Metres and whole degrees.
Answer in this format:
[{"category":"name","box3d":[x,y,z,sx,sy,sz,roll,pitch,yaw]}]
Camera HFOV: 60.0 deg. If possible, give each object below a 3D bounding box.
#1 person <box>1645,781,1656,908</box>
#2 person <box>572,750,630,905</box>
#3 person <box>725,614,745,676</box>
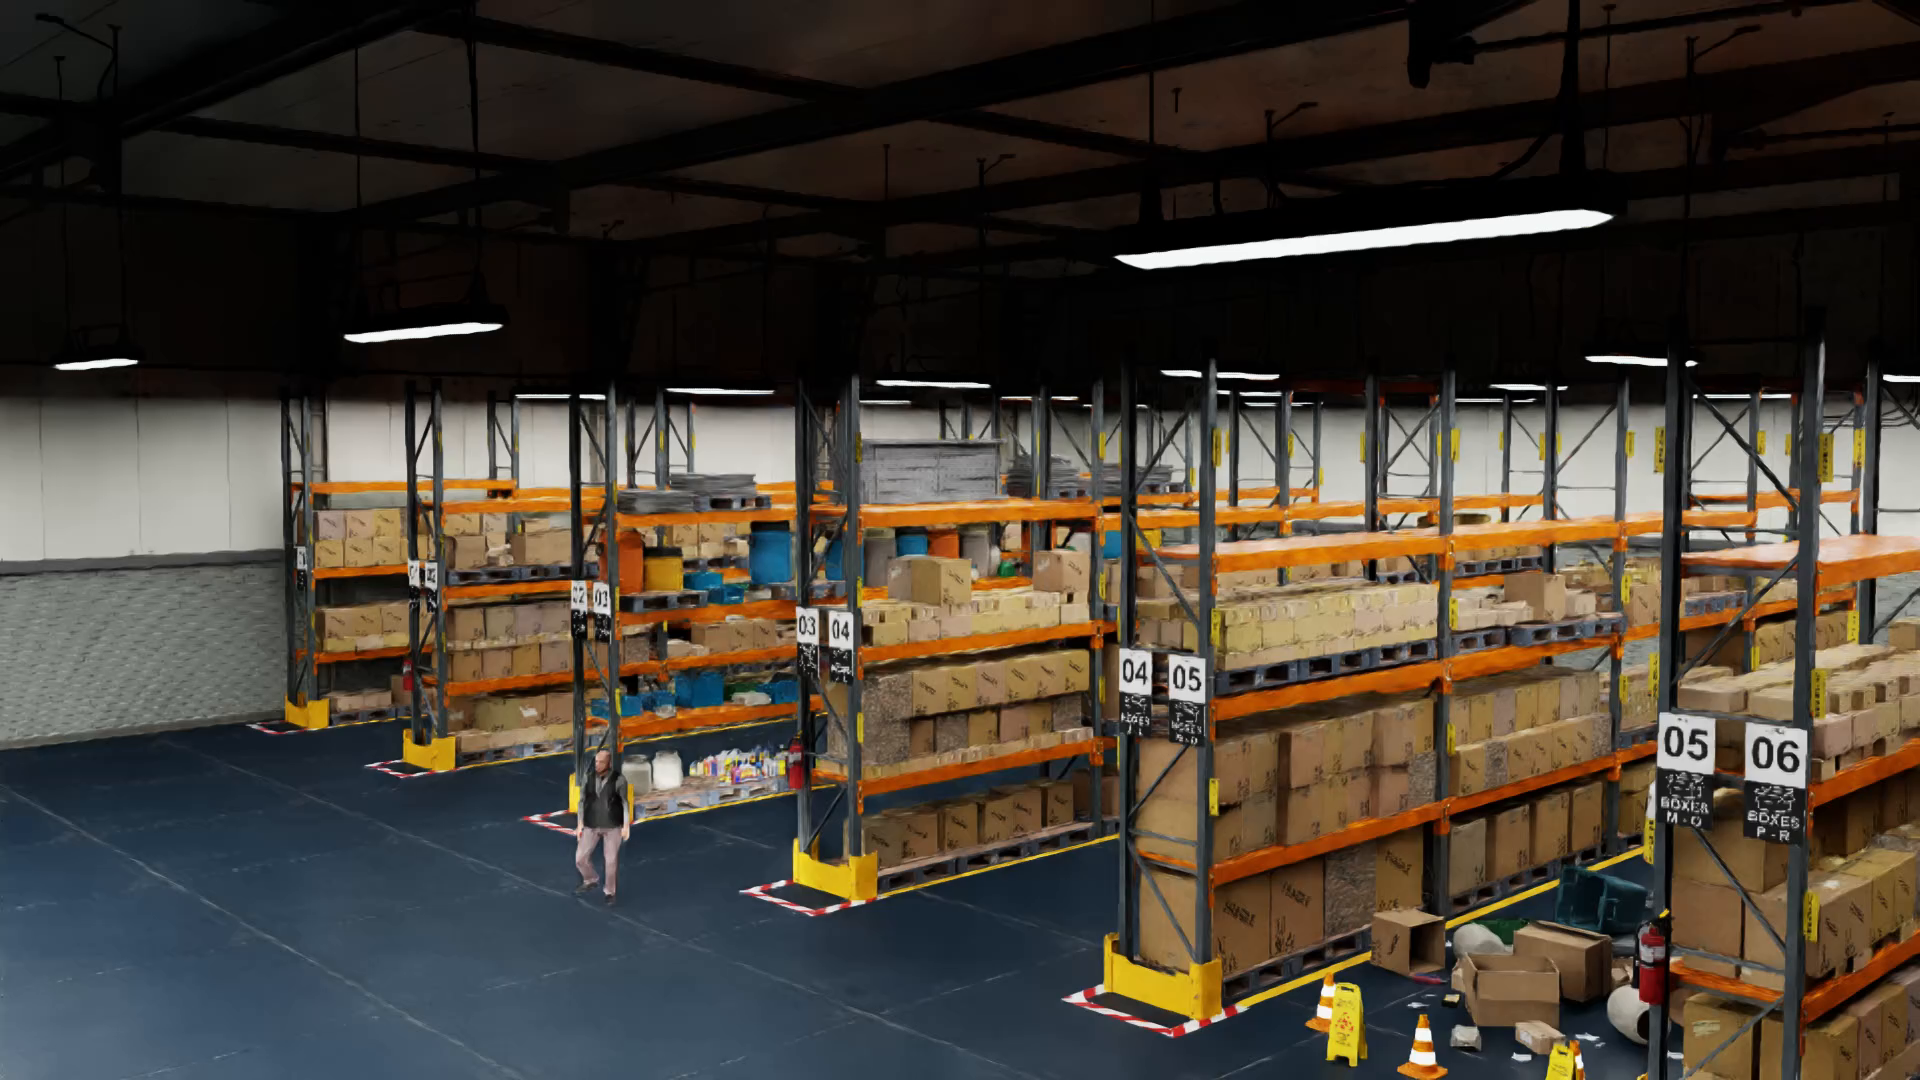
[{"category":"person","box3d":[7.669,3.163,18.133,0.524,1.664,0.458,-1,4,-13]},{"category":"person","box3d":[-3.972,3.134,18.280,0.697,1.711,0.507,0,4,7]},{"category":"person","box3d":[-4.562,2.066,34.217,0.409,1.788,0.666,2,4,25]}]
